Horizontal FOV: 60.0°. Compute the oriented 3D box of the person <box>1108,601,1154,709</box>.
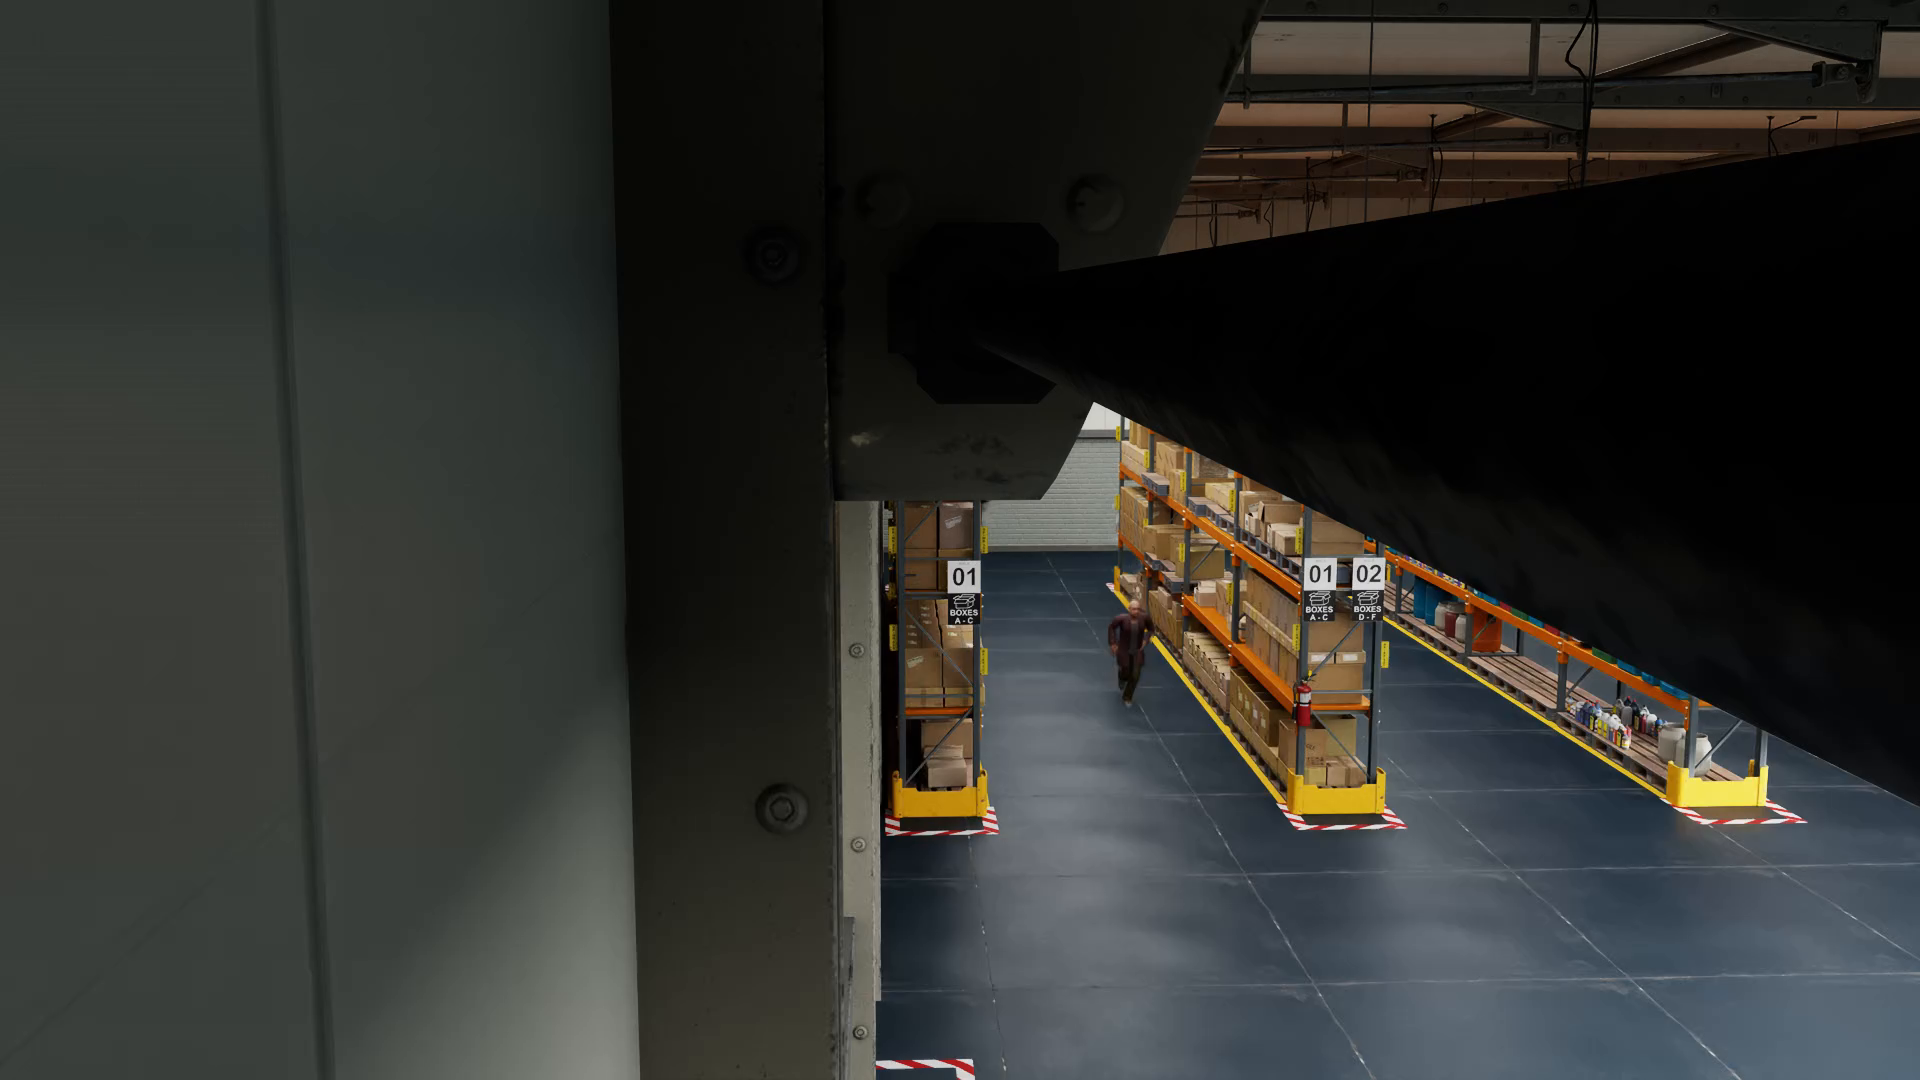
[{"bbox_3d":[2.668,1.753,26.160,0.707,1.718,0.815,-2,8,-11],"label":"person"}]
